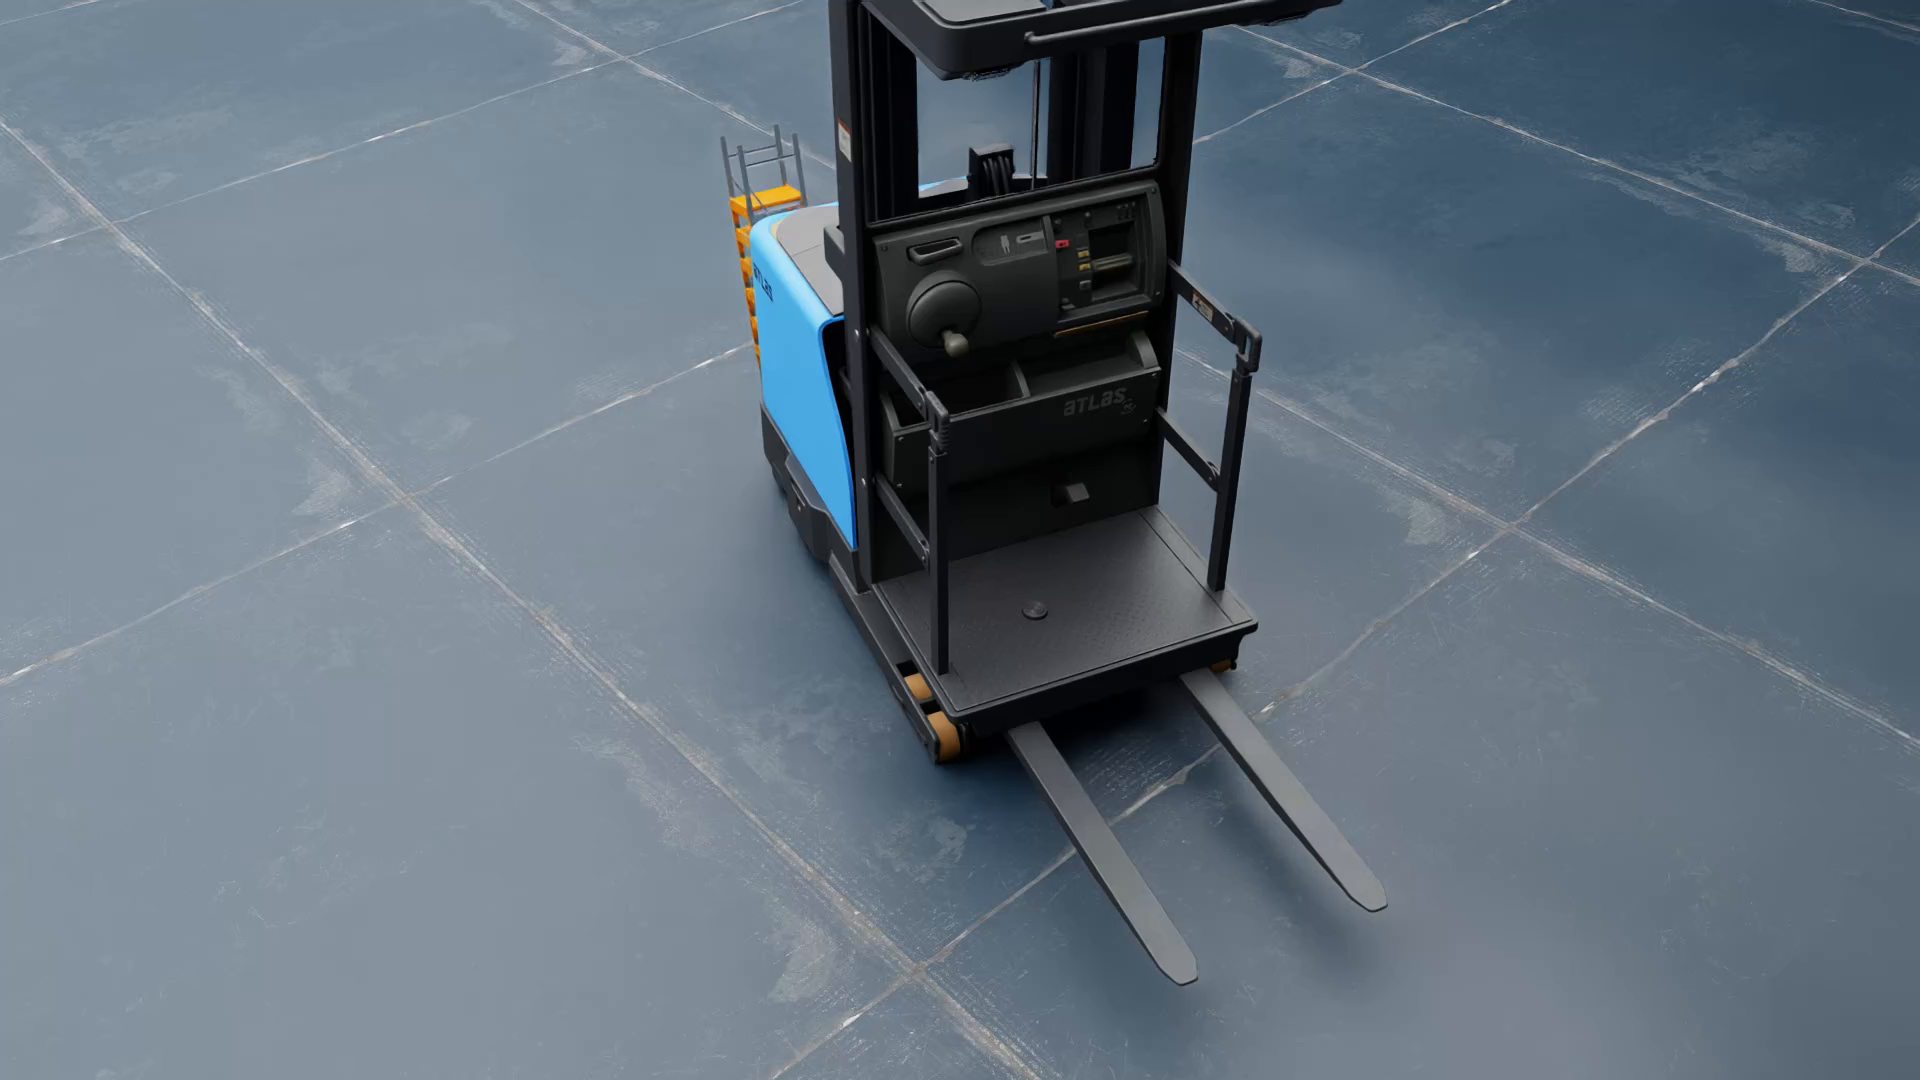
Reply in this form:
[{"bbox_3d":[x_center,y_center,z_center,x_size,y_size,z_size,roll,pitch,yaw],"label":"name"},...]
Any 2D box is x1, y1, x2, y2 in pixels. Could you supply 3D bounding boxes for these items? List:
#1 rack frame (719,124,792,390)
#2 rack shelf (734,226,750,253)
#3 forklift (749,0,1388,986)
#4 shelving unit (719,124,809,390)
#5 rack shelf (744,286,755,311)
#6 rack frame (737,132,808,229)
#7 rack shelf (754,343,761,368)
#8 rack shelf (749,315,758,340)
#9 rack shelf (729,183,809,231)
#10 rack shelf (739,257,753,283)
[{"bbox_3d":[-0.739,-1.028,6.587,0.240,1.200,0.006,-19,30,-22],"label":"rack frame"},{"bbox_3d":[-0.716,-1.165,6.422,0.258,0.103,0.180,-19,30,-22],"label":"rack shelf"},{"bbox_3d":[0.283,-0.735,4.828,1.130,2.935,3.031,-15,41,-18],"label":"forklift"},{"bbox_3d":[-0.697,-0.994,6.514,0.258,1.200,0.189,-19,30,-22],"label":"shelving unit"},{"bbox_3d":[-0.692,-0.955,6.534,0.258,0.103,0.180,-19,30,-22],"label":"rack shelf"},{"bbox_3d":[-0.654,-0.959,6.440,0.240,1.200,0.006,-19,30,-22],"label":"rack frame"},{"bbox_3d":[-0.668,-0.744,6.647,0.258,0.103,0.180,-19,30,-22],"label":"rack shelf"},{"bbox_3d":[-0.680,-0.849,6.590,0.258,0.103,0.180,-19,30,-22],"label":"rack shelf"},{"bbox_3d":[-0.729,-1.271,6.366,0.258,0.103,0.180,-19,30,-22],"label":"rack shelf"},{"bbox_3d":[-0.704,-1.060,6.478,0.258,0.103,0.180,-19,30,-22],"label":"rack shelf"}]
